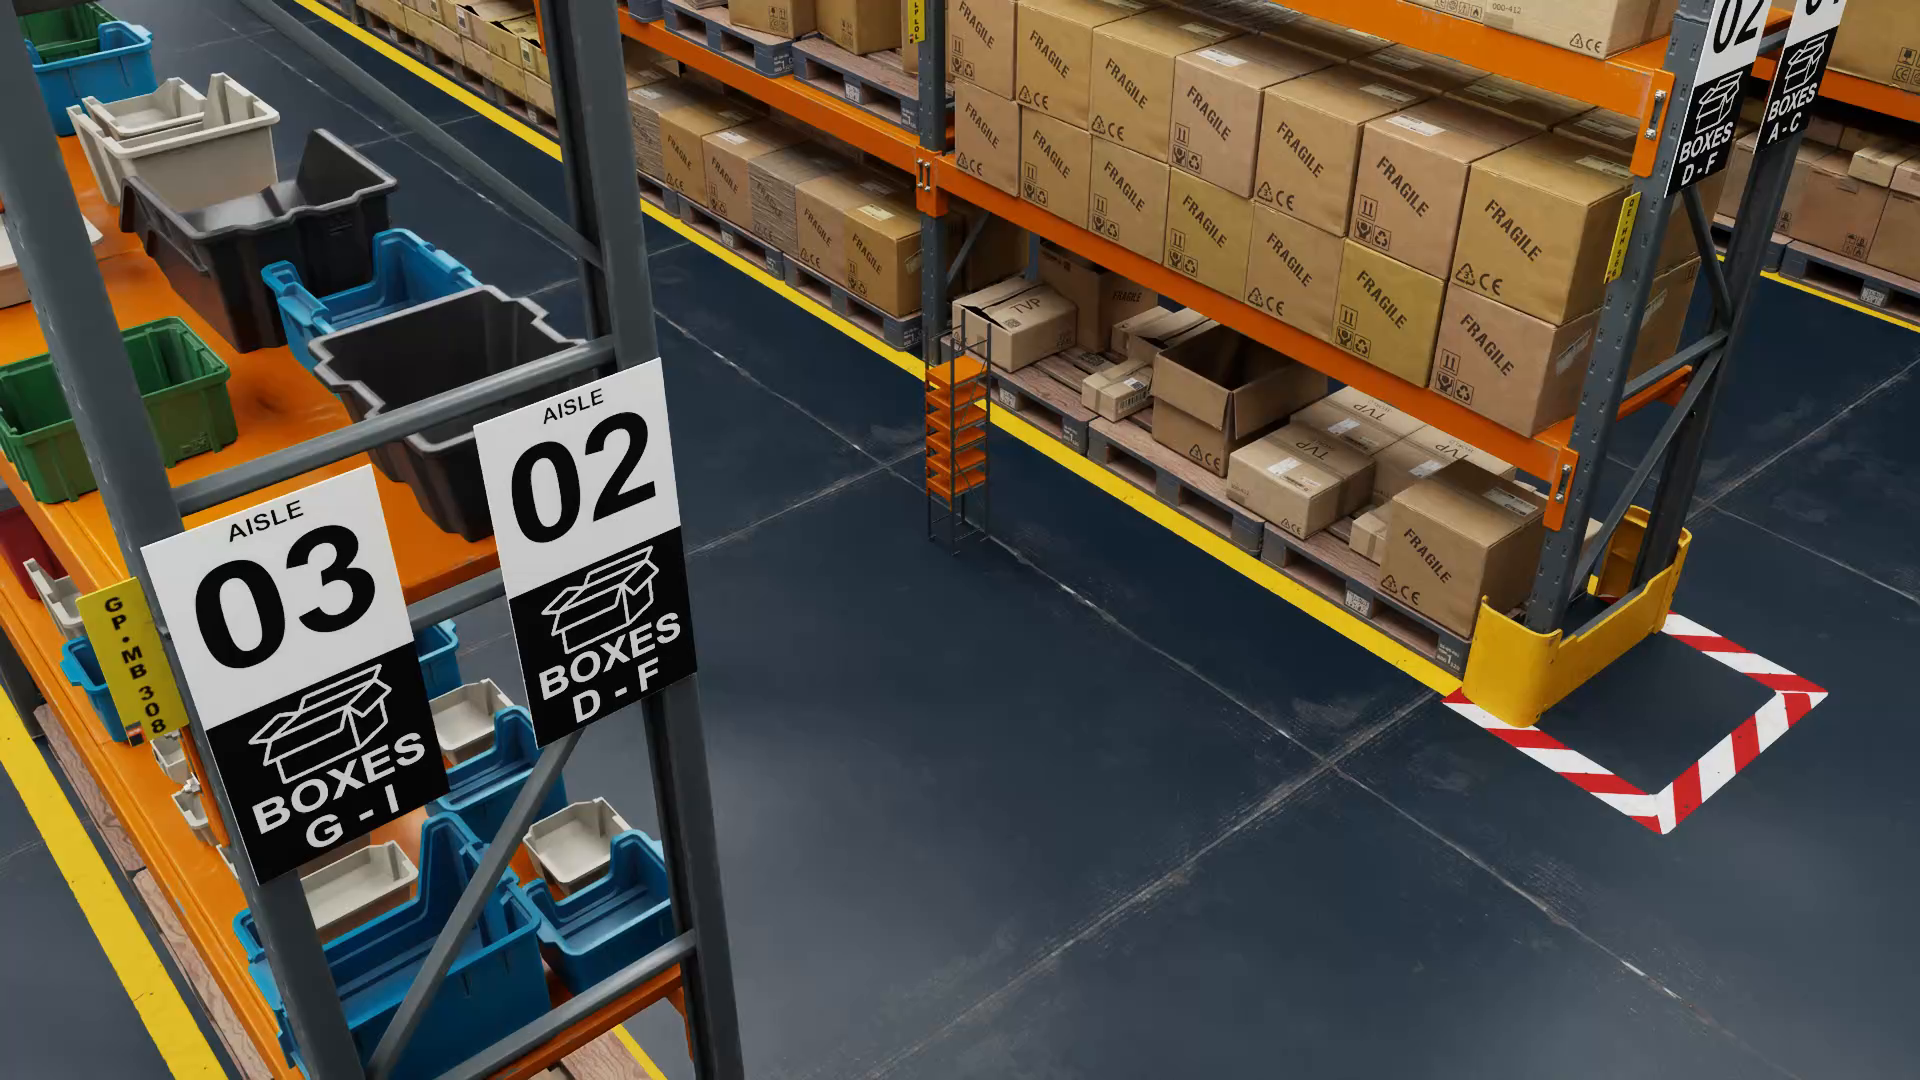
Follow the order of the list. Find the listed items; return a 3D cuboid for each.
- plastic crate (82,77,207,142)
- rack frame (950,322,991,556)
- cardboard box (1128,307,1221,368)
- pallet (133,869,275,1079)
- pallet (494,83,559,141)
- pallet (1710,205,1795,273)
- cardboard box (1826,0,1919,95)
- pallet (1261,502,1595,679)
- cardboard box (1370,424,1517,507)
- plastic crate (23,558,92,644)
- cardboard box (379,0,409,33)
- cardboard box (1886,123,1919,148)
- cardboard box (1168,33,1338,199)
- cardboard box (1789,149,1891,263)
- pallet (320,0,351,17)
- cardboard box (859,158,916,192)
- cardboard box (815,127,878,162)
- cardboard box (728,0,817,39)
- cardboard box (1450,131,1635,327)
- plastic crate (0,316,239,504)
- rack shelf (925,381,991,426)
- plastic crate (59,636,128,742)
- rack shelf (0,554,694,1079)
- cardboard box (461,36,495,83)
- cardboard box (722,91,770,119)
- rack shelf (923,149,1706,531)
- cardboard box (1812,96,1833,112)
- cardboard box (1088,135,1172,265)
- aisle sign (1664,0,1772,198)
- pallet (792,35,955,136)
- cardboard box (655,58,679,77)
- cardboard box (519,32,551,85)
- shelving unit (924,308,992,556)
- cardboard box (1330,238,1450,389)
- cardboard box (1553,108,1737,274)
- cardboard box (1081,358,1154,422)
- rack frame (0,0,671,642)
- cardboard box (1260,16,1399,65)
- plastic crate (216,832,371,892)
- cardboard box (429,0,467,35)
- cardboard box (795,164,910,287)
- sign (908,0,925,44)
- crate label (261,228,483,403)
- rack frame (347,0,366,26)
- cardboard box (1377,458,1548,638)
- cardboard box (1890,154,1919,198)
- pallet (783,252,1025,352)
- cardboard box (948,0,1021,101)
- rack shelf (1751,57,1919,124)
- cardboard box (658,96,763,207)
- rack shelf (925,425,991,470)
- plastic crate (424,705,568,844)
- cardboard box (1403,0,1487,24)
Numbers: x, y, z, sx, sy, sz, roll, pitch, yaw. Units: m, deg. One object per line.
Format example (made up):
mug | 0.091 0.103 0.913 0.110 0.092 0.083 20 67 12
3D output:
plastic crate | -2.475 -1.281 5.096 0.293 0.136 0.466 -26 43 -32
rack frame | 0.050 -0.456 7.855 0.240 1.200 0.006 -26 43 -32
cardboard box | 1.269 -1.035 9.062 0.500 0.311 0.500 -26 43 -32
pallet | -2.290 1.403 6.087 1.003 0.211 1.213 -26 43 -32
pallet | -2.882 -3.436 12.919 1.003 0.211 1.213 -26 43 -32
pallet | 5.204 -2.237 11.227 1.003 0.211 1.213 -26 43 -32
cardboard box | 5.749 -3.174 9.877 0.980 0.700 0.700 -26 43 -32
pallet | 2.217 0.089 7.942 1.003 0.211 1.213 -26 43 -32
cardboard box | 2.325 -0.288 8.060 0.500 0.250 0.500 -26 43 -32
plastic crate | -2.741 0.182 5.448 0.437 0.282 0.530 -26 43 -32
cardboard box | -4.562 -4.515 14.045 0.500 0.250 0.500 -25 42 -31
cardboard box | 5.941 -2.444 10.343 0.380 0.149 0.250 -26 43 -32
cardboard box | 1.288 -1.883 7.362 0.500 0.500 0.500 -25 42 -30
cardboard box | 5.712 -2.157 10.500 0.700 0.500 0.500 -26 43 -32
pallet | -5.444 -5.191 15.397 1.003 0.211 1.213 -26 43 -32
cardboard box | -0.278 -2.125 10.438 0.500 0.500 0.500 -25 42 -31
cardboard box | -0.571 -2.642 10.518 0.500 0.250 0.500 -26 43 -32
cardboard box | -0.987 -3.399 10.004 0.500 0.500 0.700 22 41 28
cardboard box | 2.284 -1.207 6.407 0.500 0.500 0.500 -26 43 -32
plastic crate | -1.859 -0.285 3.645 0.450 0.188 0.336 -26 43 -32
rack shelf | -0.009 -0.656 7.799 0.258 0.103 0.180 -26 43 -32
plastic crate | -2.526 0.415 5.162 0.416 0.233 0.300 -26 43 -32
rack shelf | -2.295 0.592 5.441 1.077 0.370 4.000 -26 43 -32
cardboard box | -3.564 -3.836 13.087 0.500 0.250 0.500 -25 42 -31
cardboard box | -1.264 -2.802 11.393 0.500 0.500 0.500 -28 44 -33
rack shelf | 1.491 -1.253 8.047 1.077 0.370 4.000 -26 43 -32
cardboard box | 5.449 -2.780 10.817 0.380 0.149 0.250 -26 43 -31
cardboard box | 0.975 -1.698 7.965 0.500 0.500 0.500 -26 43 -32
aisle sign | 2.592 -1.581 5.637 0.394 0.787 0.004 -26 43 -32
pallet | -0.232 -2.745 9.697 1.003 0.211 1.213 -26 43 -32
cardboard box | -2.495 -3.586 12.734 0.500 0.250 0.500 -26 43 -32
cardboard box | -2.907 -3.614 12.288 0.500 0.311 0.500 -25 42 -31
shelving unit | -0.009 -0.496 7.912 0.258 1.200 0.189 -26 43 -32
cardboard box | 1.947 -1.029 7.021 0.500 0.500 0.500 -26 43 -31
cardboard box | 2.697 -1.407 6.690 0.500 0.500 0.500 -25 42 -30
cardboard box | 0.872 -0.809 8.868 0.380 0.166 0.250 -26 43 -32
rack frame | -1.005 -1.266 2.252 1.000 3.000 0.127 -26 43 -32
cardboard box | 1.706 -2.082 7.642 0.500 0.500 0.500 -26 43 -32
plastic crate | -1.845 0.839 4.646 0.396 0.136 0.243 -26 43 -32
cardboard box | -3.893 -4.287 13.238 0.500 0.311 0.500 -25 42 -31
cardboard box | -0.650 -1.922 10.150 0.500 0.500 0.500 -26 43 -32
sign | -0.221 -2.694 8.457 0.100 0.325 0.005 -26 43 -32
crate label | -1.353 -0.509 3.907 0.408 0.251 0.502 -26 43 -32
rack frame | -4.962 -5.962 14.073 1.000 3.000 0.127 -26 43 -32
cardboard box | 2.243 0.028 7.397 0.500 0.500 0.500 -26 43 -32
cardboard box | 5.813 -2.190 9.985 0.380 0.149 0.250 -27 43 -32
pallet | -0.354 -1.637 10.379 1.003 0.211 1.213 -26 43 -32
cardboard box | 0.289 -2.566 8.326 0.500 0.500 0.500 -25 42 -31
rack shelf | 5.273 -3.103 10.658 1.077 0.370 4.000 -26 43 -32
cardboard box | -1.644 -2.596 11.102 0.500 0.500 0.500 -27 43 -32
rack shelf | -0.009 -0.460 7.938 0.258 0.103 0.180 -26 43 -32
plastic crate | -1.337 0.703 4.755 0.416 0.233 0.300 -26 43 -32
cardboard box | 1.934 -2.180 6.268 0.500 0.250 0.500 -26 43 -32
